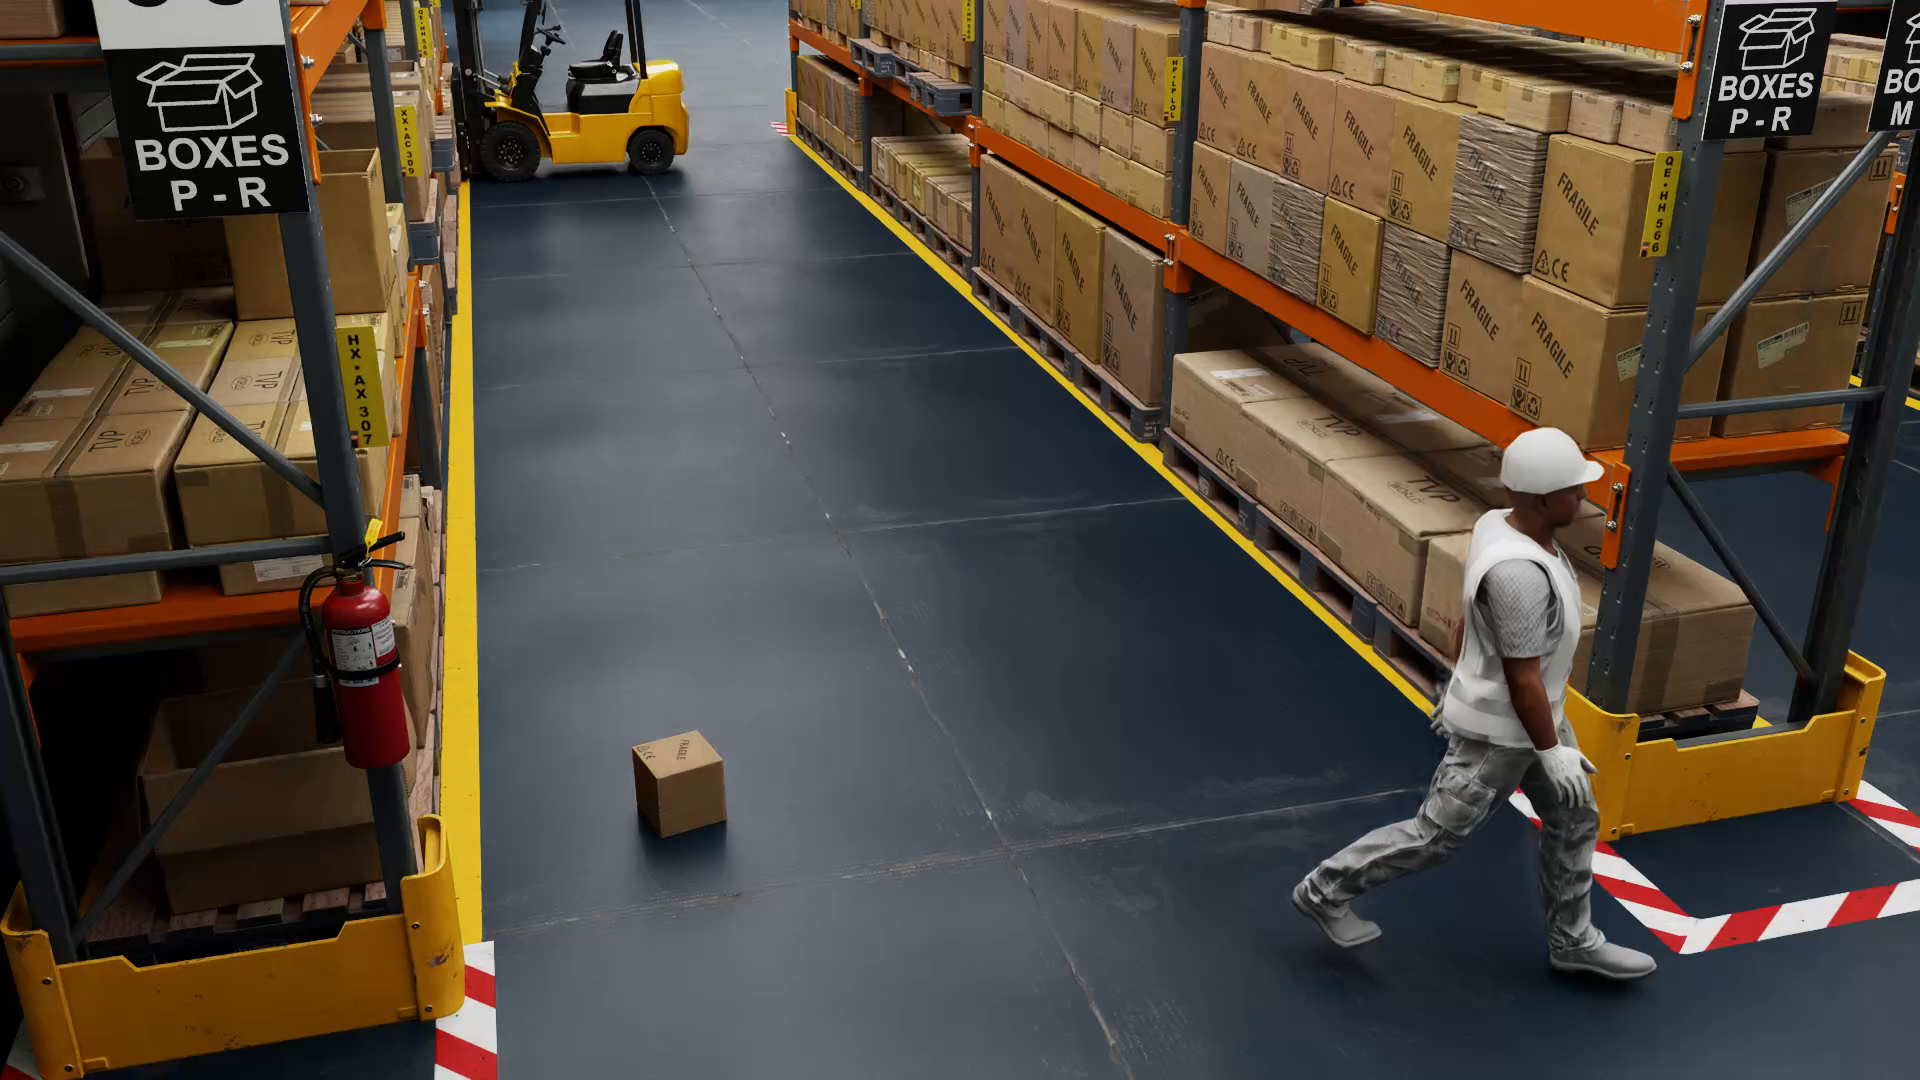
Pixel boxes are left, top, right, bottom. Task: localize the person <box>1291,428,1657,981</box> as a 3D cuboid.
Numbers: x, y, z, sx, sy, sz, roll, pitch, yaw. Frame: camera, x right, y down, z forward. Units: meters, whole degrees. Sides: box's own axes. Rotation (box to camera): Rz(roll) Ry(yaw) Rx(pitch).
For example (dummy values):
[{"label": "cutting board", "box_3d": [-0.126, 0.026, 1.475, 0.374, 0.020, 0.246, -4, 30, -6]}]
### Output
[{"label": "person", "box_3d": [1.583, 0.506, 4.856, 1.078, 1.735, 0.538, 10, 25, 22]}]
